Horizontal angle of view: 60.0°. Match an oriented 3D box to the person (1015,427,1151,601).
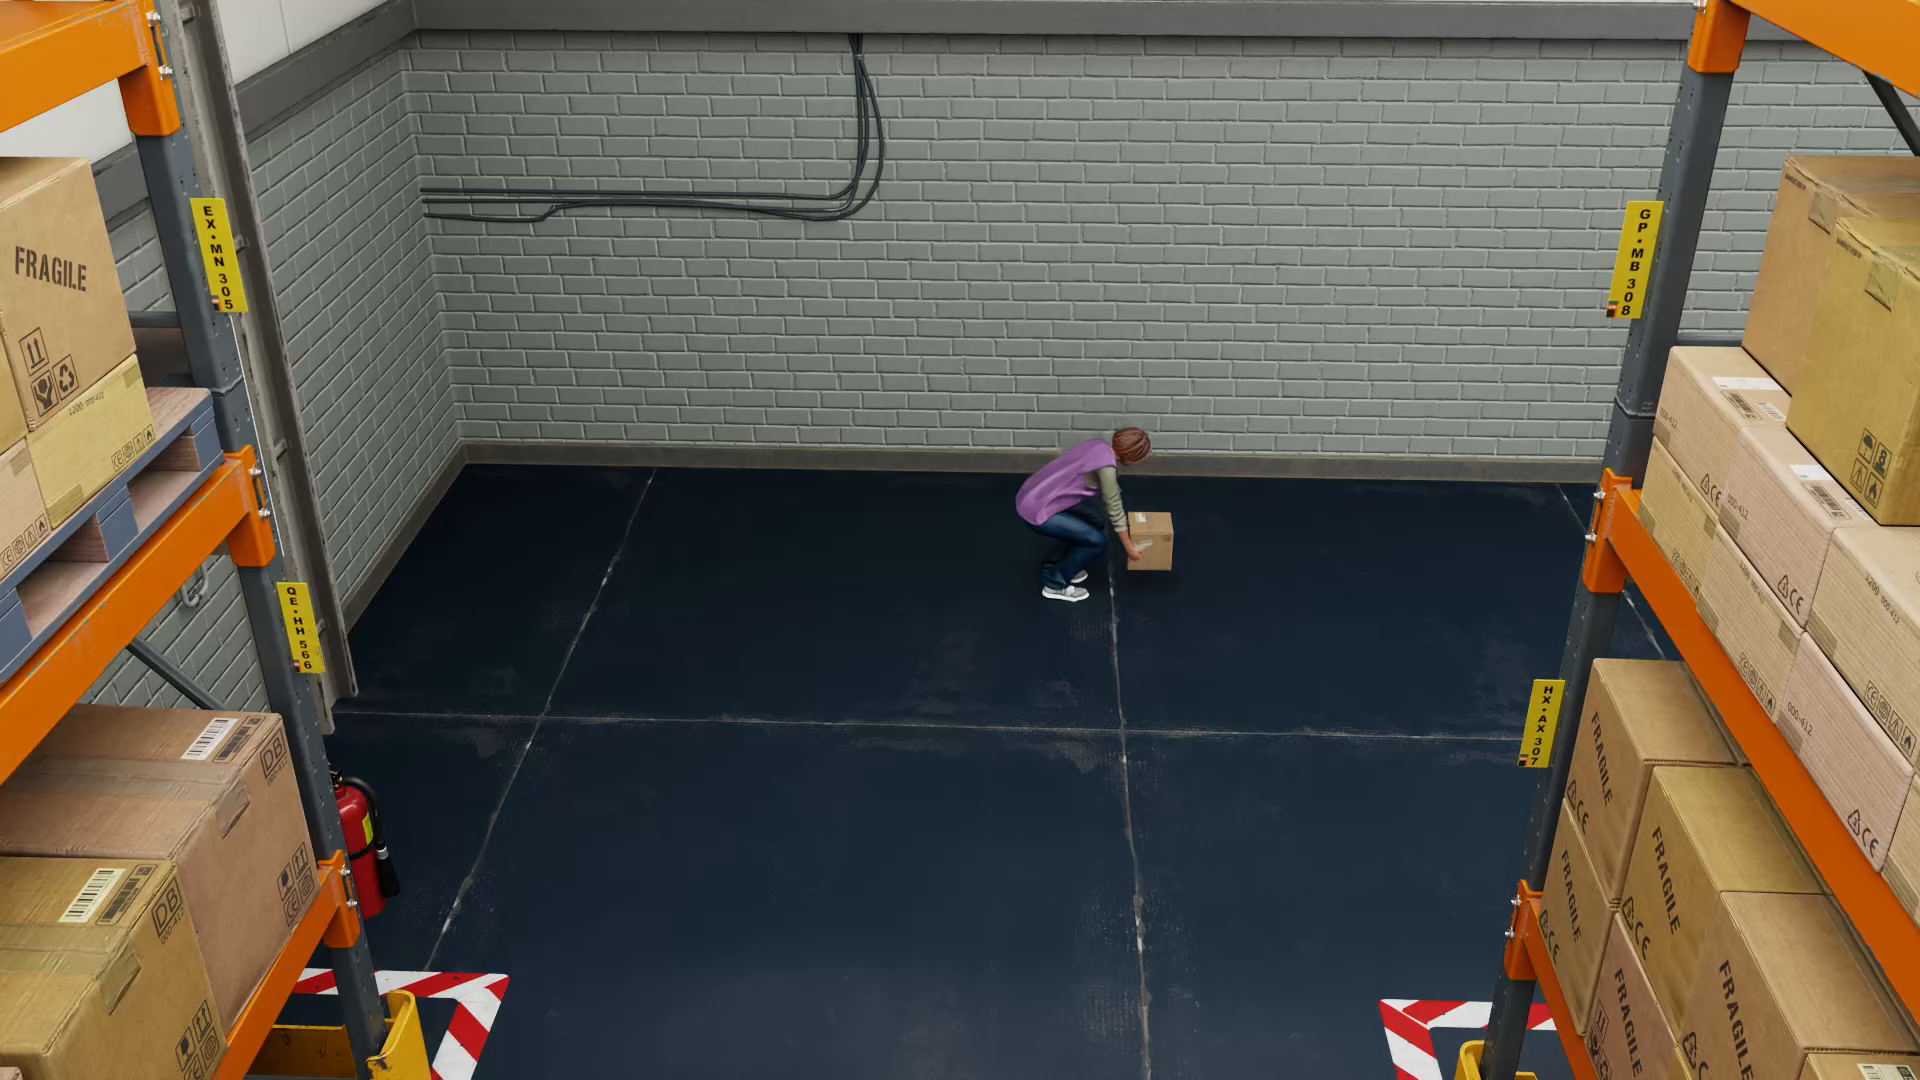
[{"bbox_3d":[0.695,-0.167,9.570,0.762,1.003,0.455,1,28,2],"label":"person"}]
